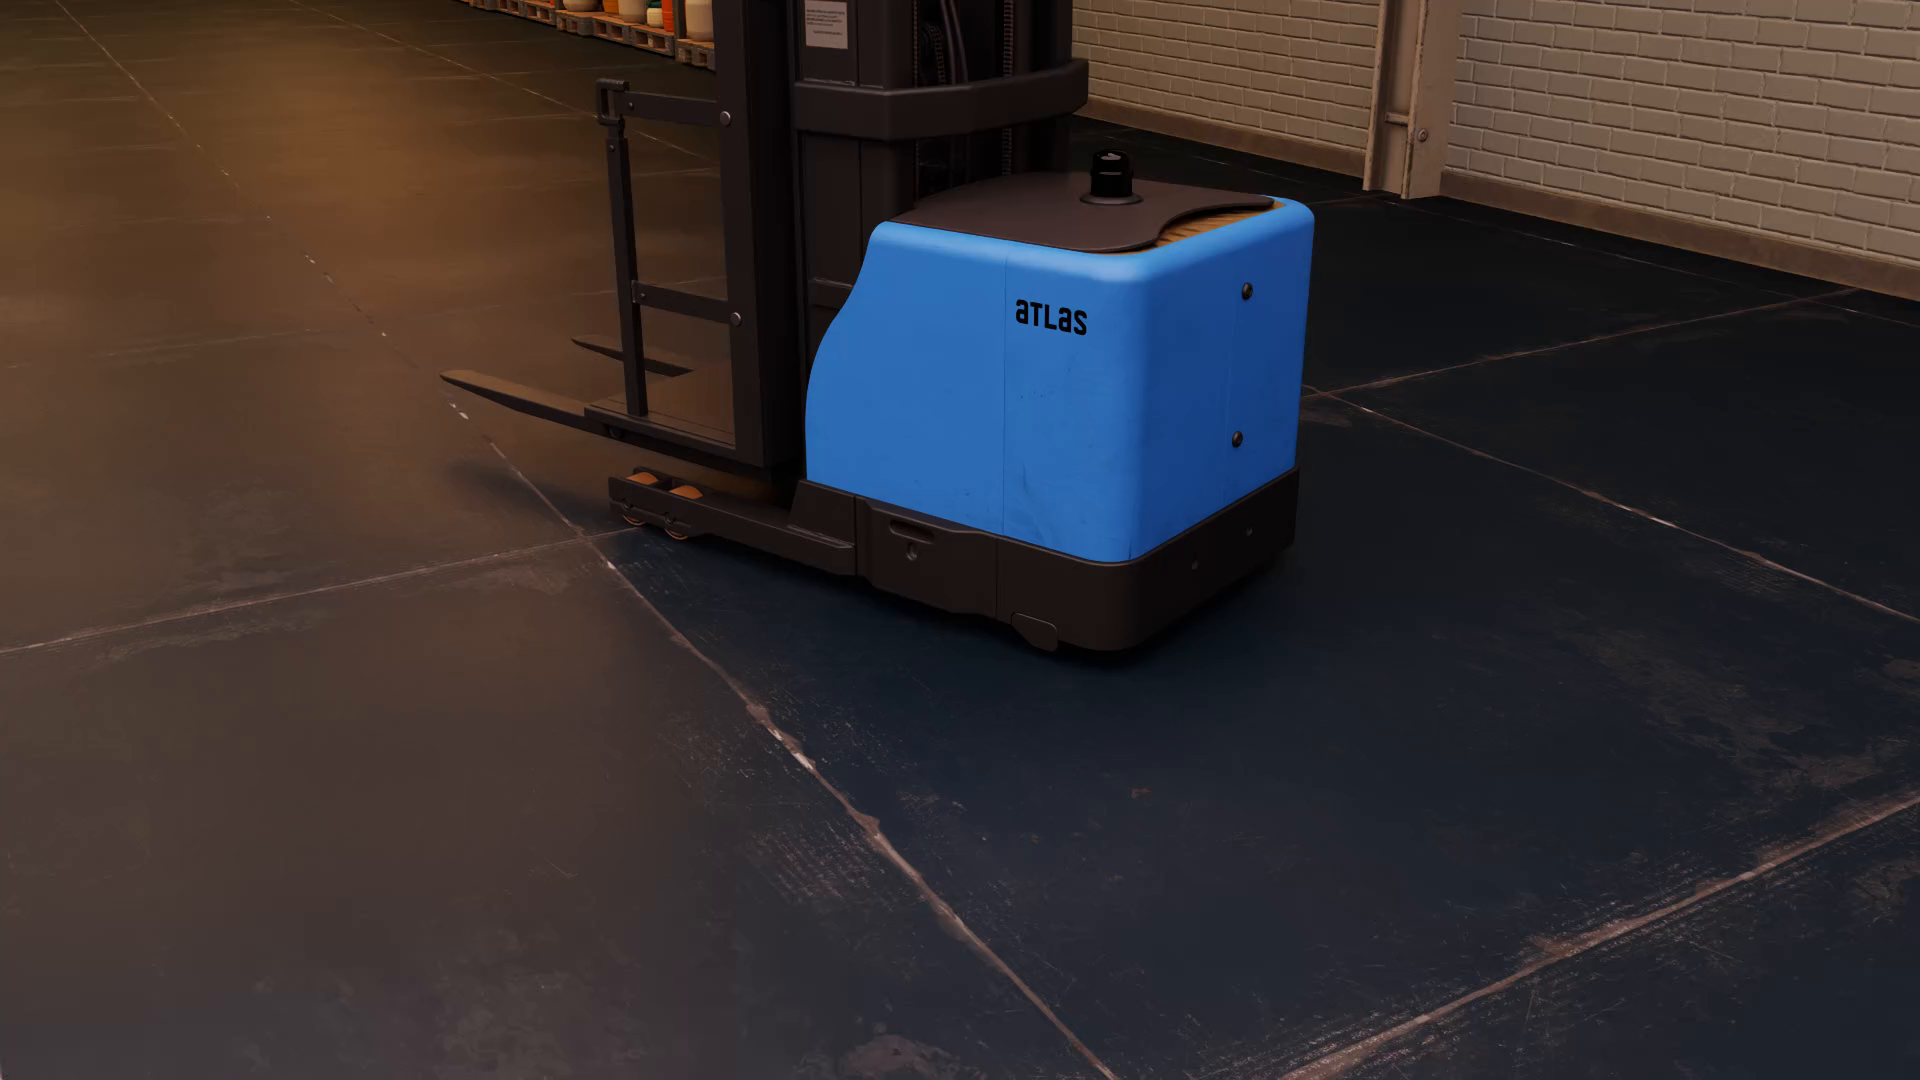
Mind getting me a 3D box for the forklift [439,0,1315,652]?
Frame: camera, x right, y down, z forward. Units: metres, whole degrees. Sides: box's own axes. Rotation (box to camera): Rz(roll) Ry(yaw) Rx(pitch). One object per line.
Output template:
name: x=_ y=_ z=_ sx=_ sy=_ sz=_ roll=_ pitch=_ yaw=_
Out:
forklift: x=-0.481 y=-1.497 z=4.922 sx=3.031 sy=2.935 sz=1.130 roll=16 pitch=27 yaw=34
